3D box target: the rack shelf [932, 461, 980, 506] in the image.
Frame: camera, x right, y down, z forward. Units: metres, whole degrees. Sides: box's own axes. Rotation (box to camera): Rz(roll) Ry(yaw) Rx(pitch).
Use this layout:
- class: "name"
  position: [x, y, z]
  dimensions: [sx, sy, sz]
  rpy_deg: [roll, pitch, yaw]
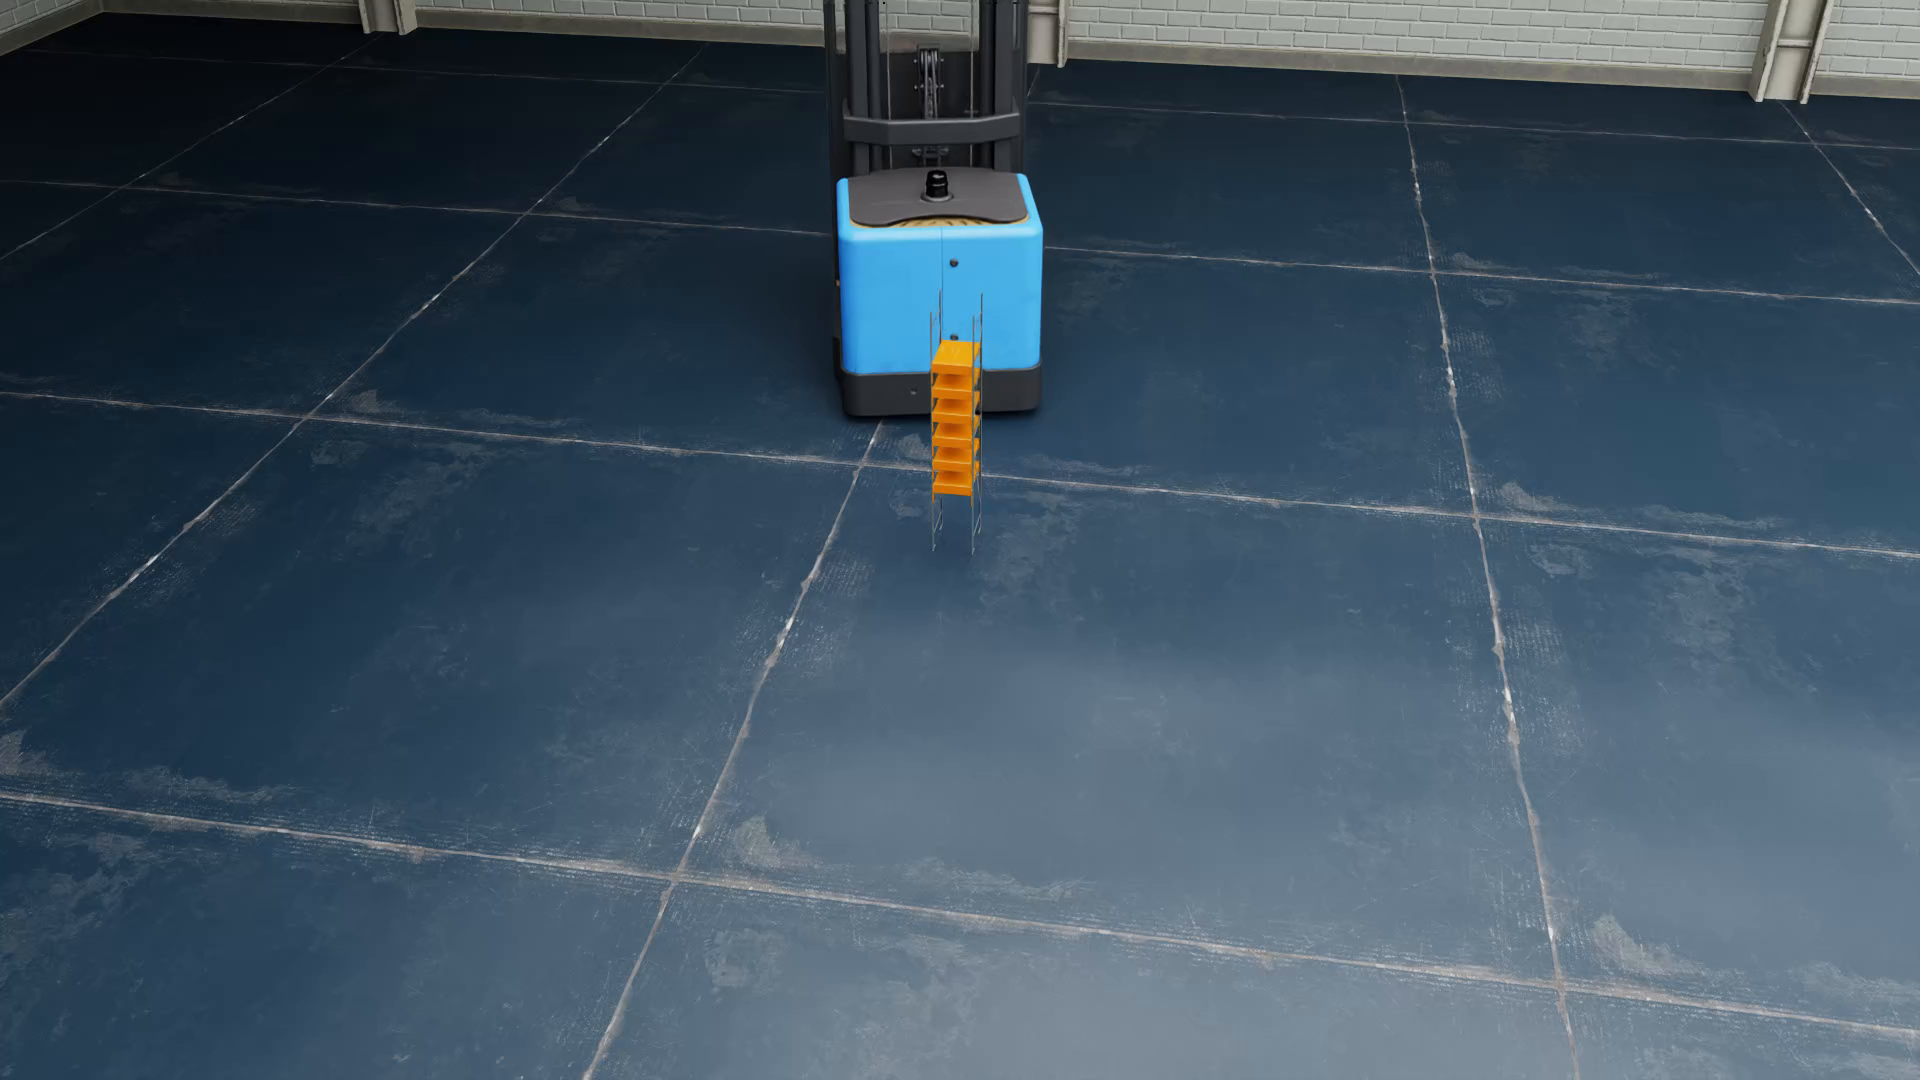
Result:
- class: "rack shelf"
  position: [-0.014, -0.269, 7.585]
  dimensions: [0.180, 0.103, 0.258]
  rpy_deg: [5, 32, 8]

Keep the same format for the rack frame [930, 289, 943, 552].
- class: "rack frame"
  position: [-0.104, -0.518, 7.447]
  dimensions: [0.006, 1.200, 0.240]
  rpy_deg: [5, 32, 8]

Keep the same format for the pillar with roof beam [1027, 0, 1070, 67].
- class: "pillar with roof beam"
  position: [-0.010, -5.697, 8.370]
  dimensions: [0.400, 9.000, 9.100]
  rpy_deg: [5, 32, 8]

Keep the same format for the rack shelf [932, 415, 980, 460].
- class: "rack shelf"
  position: [-0.014, -0.472, 7.457]
  dimensions: [0.180, 0.103, 0.258]
  rpy_deg: [5, 32, 8]

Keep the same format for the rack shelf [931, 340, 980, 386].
- class: "rack shelf"
  position: [-0.014, -0.777, 7.266]
  dimensions: [0.180, 0.103, 0.258]
  rpy_deg: [5, 32, 8]

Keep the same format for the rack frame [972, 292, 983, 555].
- class: "rack frame"
  position: [0.076, -0.502, 7.421]
  dimensions: [0.006, 1.200, 0.240]
  rpy_deg: [5, 32, 8]

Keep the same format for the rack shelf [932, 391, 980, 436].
- class: "rack shelf"
  position: [-0.014, -0.574, 7.394]
  dimensions: [0.180, 0.103, 0.258]
  rpy_deg: [5, 32, 8]

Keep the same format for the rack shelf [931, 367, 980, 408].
- class: "rack shelf"
  position: [-0.014, -0.676, 7.330]
  dimensions: [0.180, 0.103, 0.258]
  rpy_deg: [5, 32, 8]

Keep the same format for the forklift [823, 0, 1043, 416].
- class: "forklift"
  position: [-0.201, -2.643, 9.210]
  dimensions: [1.130, 2.935, 3.031]
  rpy_deg: [-2, 32, -4]

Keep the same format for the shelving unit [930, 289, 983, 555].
- class: "shelving unit"
  position: [-0.014, -0.510, 7.434]
  dimensions: [0.189, 1.200, 0.258]
  rpy_deg: [5, 32, 8]

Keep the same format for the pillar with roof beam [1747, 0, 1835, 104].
- class: "pillar with roof beam"
  position: [5.904, -5.161, 7.514]
  dimensions: [0.400, 9.000, 9.100]
  rpy_deg: [5, 32, 8]

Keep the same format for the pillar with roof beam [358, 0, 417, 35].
- class: "pillar with roof beam"
  position: [-5.925, -6.232, 9.226]
  dimensions: [0.400, 9.000, 9.100]
  rpy_deg: [5, 32, 8]

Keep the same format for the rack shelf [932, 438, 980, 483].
- class: "rack shelf"
  position: [-0.014, -0.370, 7.521]
  dimensions: [0.180, 0.103, 0.258]
  rpy_deg: [5, 32, 8]
